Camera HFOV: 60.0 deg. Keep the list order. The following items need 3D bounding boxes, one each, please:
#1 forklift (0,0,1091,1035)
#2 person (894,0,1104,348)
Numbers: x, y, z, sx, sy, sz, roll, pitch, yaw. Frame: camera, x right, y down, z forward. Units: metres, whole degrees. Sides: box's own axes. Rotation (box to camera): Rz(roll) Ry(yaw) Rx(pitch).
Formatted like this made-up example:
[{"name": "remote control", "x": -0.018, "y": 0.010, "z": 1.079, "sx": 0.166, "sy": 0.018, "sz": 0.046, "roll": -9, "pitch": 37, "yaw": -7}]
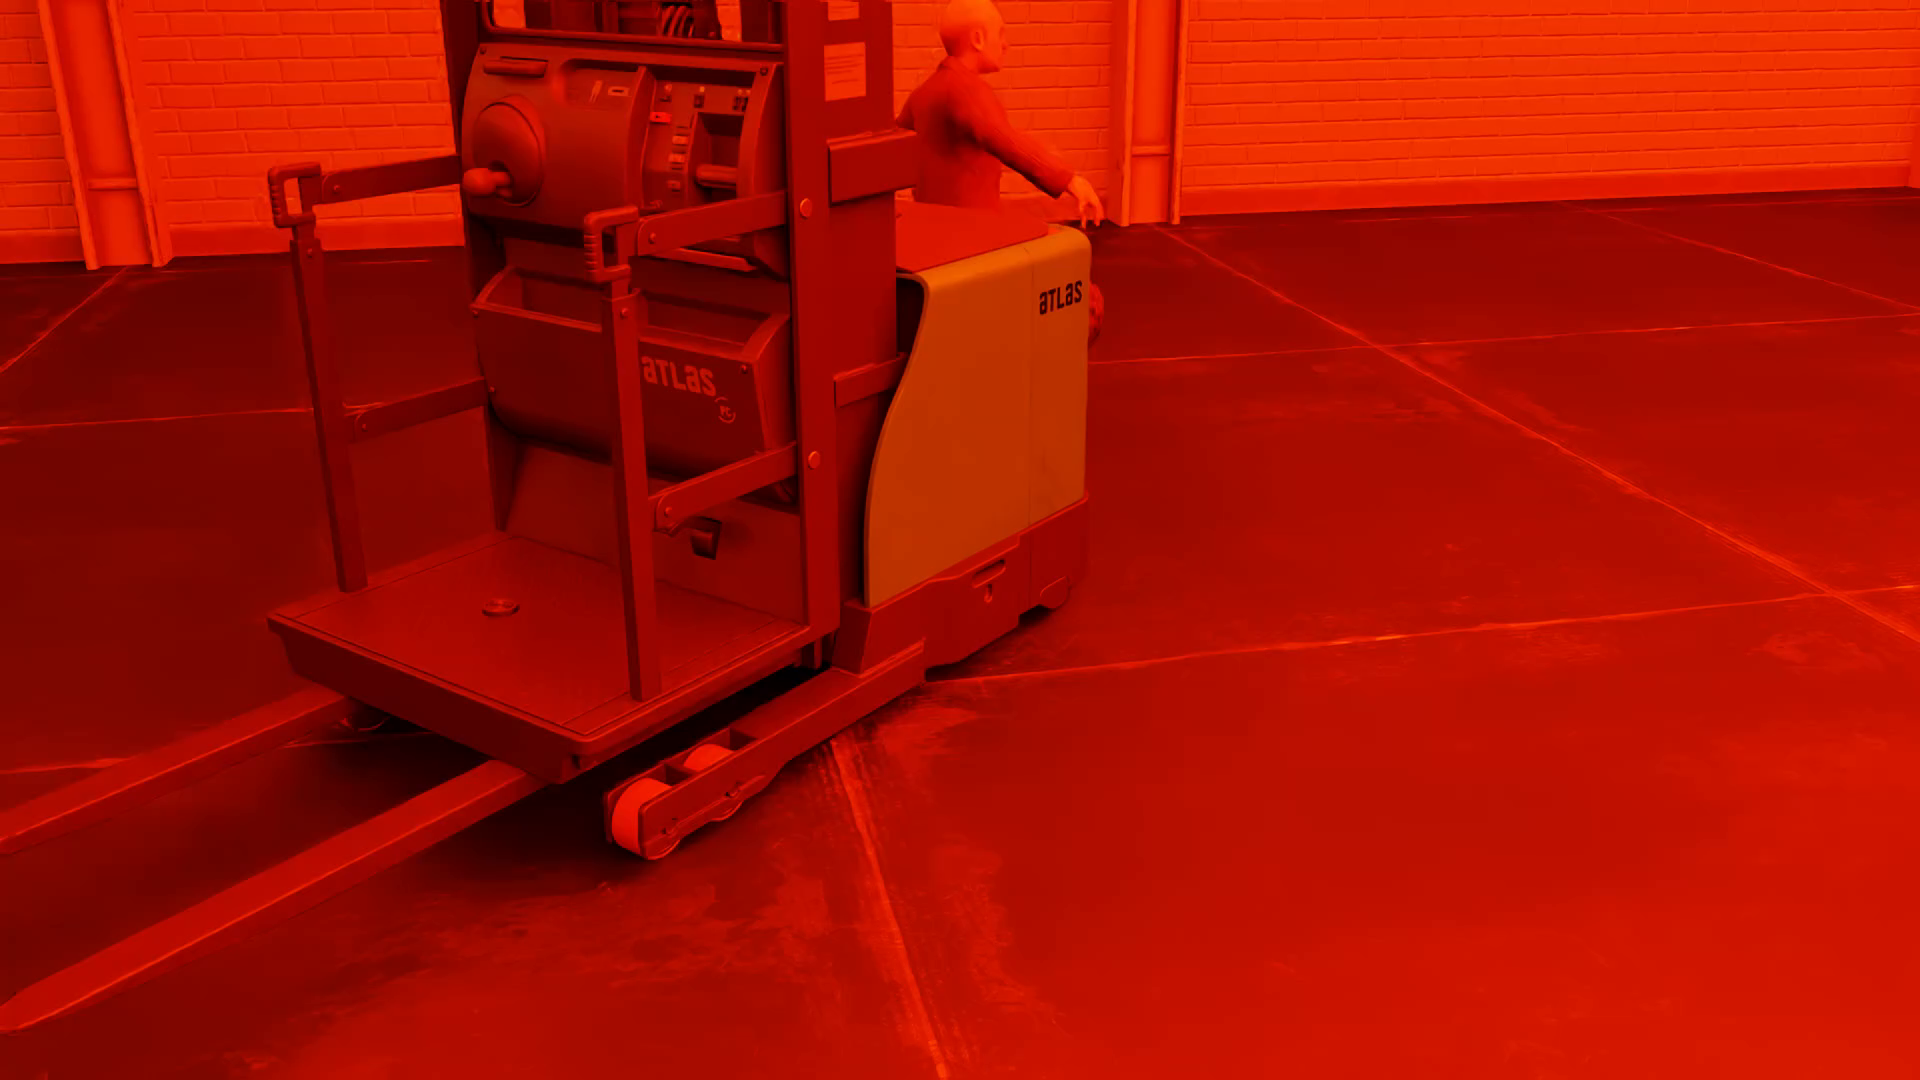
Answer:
[{"name": "forklift", "x": -0.897, "y": -0.888, "z": 3.519, "sx": 1.130, "sy": 2.935, "sz": 3.031, "roll": 14, "pitch": 25, "yaw": 33}, {"name": "person", "x": 0.139, "y": -1.022, "z": 5.706, "sx": 0.609, "sy": 1.614, "sz": 1.089, "roll": -4, "pitch": 21, "yaw": -11}]
